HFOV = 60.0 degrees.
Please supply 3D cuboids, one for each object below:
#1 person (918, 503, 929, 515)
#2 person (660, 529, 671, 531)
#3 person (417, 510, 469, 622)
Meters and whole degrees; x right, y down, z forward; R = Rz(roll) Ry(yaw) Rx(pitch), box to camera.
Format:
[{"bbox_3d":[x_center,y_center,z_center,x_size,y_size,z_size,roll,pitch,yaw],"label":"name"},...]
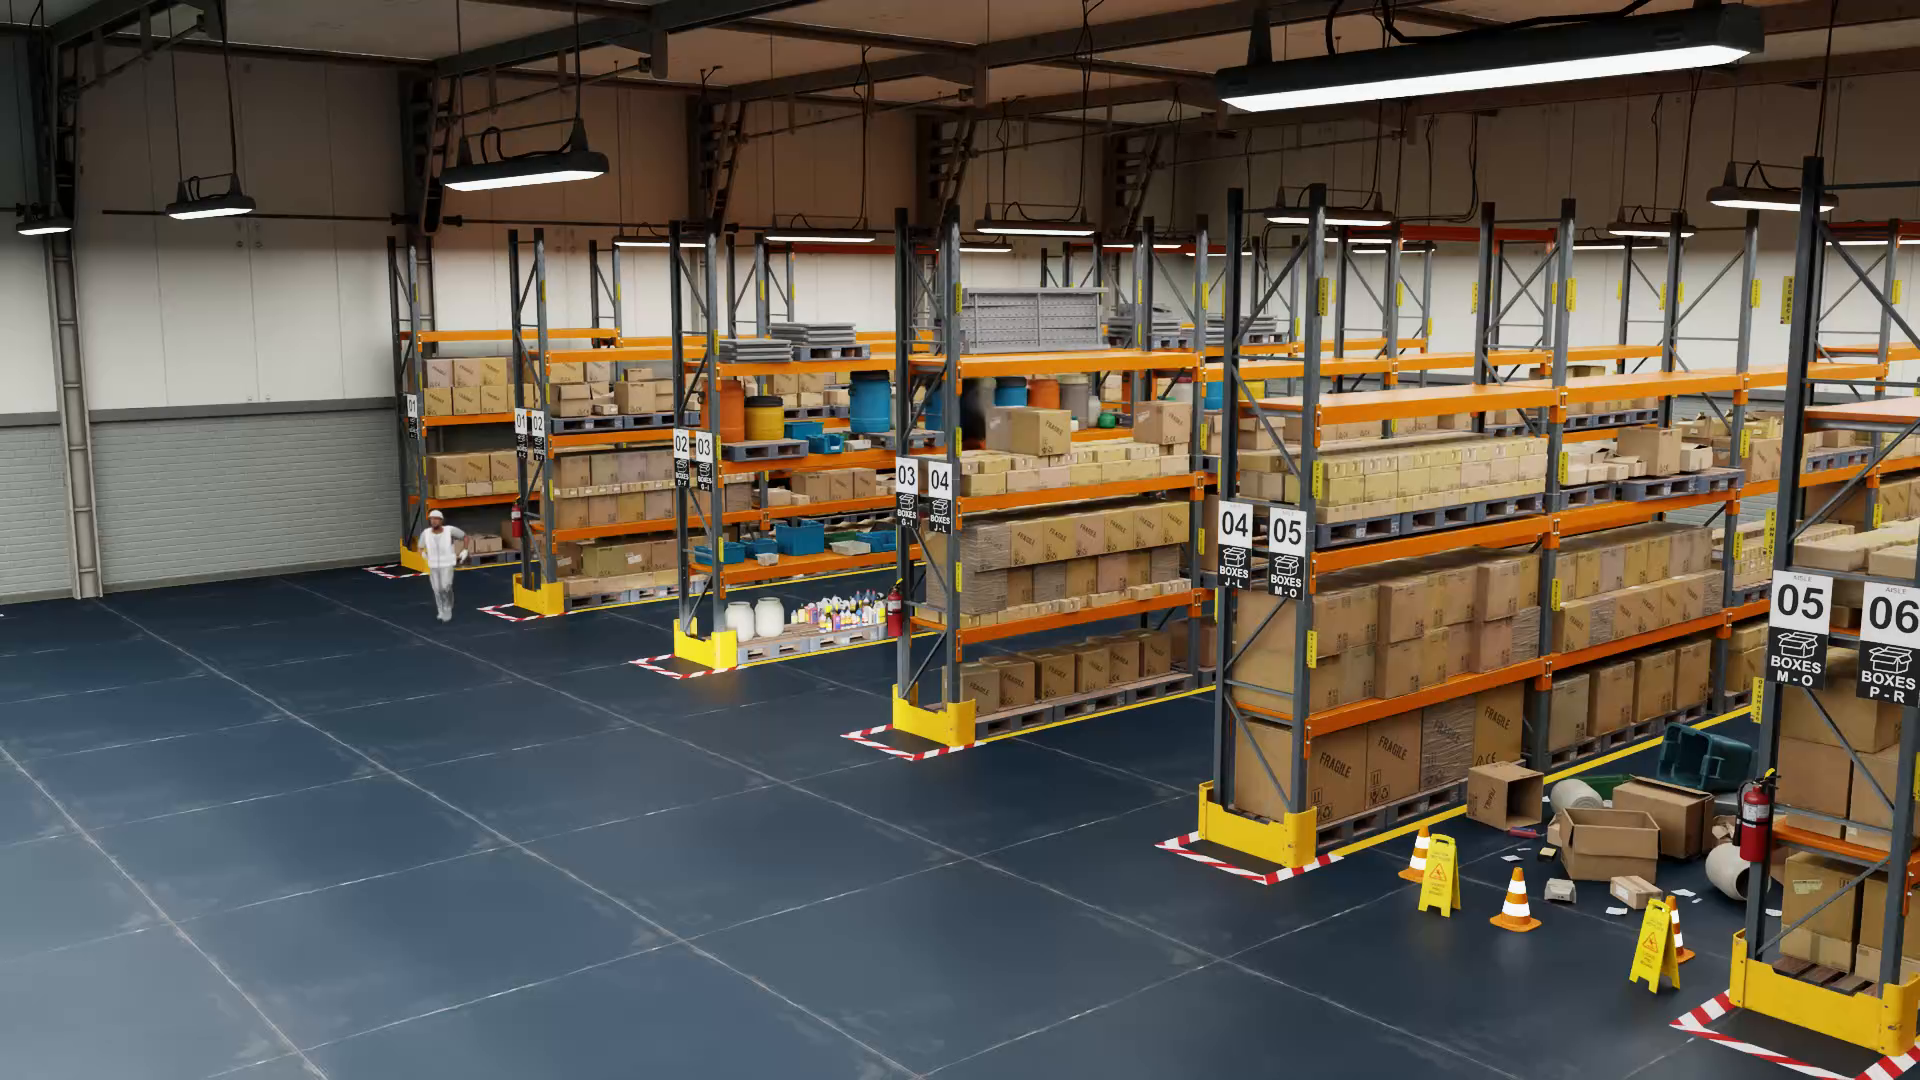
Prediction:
[{"bbox_3d":[-0.833,-0.906,33.733,1.046,1.802,0.705,-7,11,-38],"label":"person"},{"bbox_3d":[-5.355,-0.374,30.367,0.669,1.782,0.888,7,11,37],"label":"person"},{"bbox_3d":[-7.878,0.398,25.314,0.703,1.730,0.841,0,9,0],"label":"person"}]
